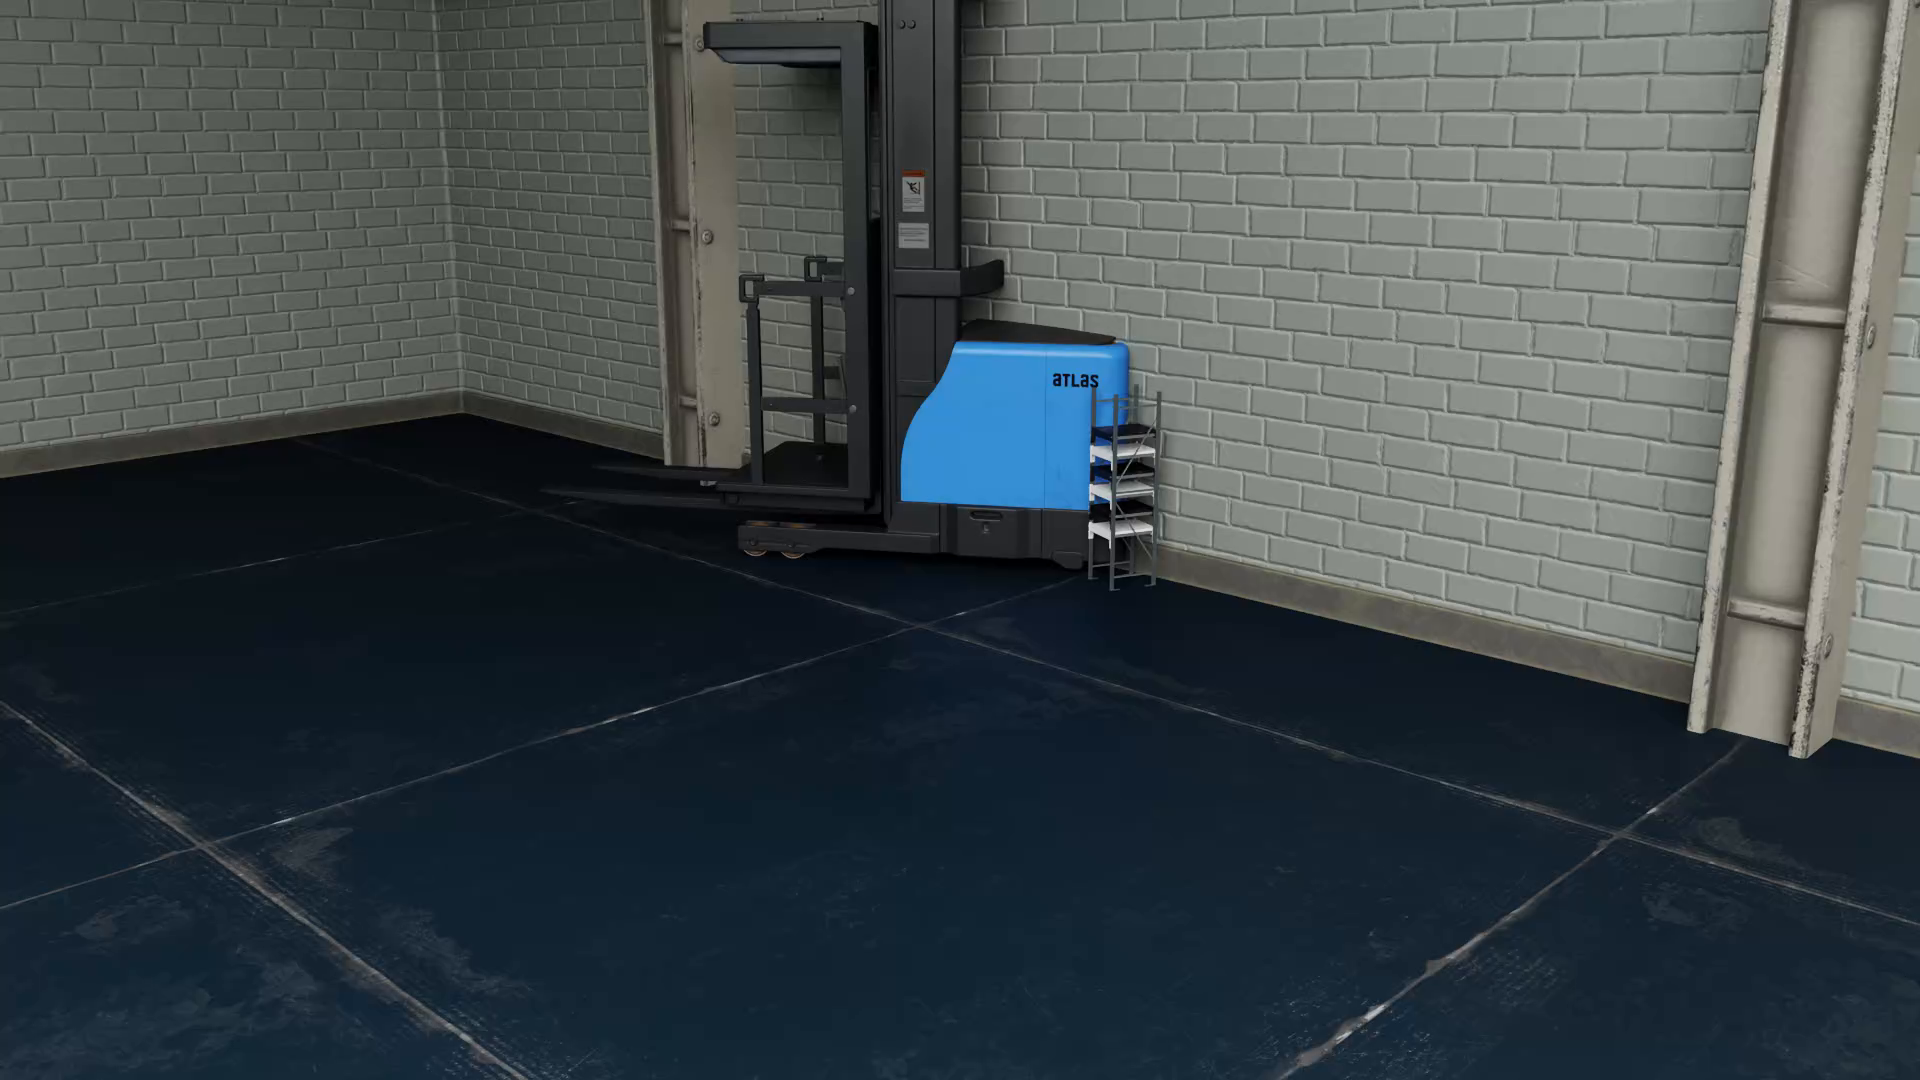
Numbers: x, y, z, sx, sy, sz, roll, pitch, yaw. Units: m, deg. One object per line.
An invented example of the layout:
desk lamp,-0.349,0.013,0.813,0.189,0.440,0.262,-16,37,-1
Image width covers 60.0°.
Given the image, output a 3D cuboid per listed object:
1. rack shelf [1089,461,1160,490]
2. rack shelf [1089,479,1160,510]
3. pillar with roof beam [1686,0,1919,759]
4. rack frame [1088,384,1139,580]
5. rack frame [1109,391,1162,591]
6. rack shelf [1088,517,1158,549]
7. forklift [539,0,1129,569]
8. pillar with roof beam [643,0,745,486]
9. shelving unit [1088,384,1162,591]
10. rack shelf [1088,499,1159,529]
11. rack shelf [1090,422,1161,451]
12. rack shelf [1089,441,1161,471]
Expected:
rack shelf,0.746,-0.295,7.553,0.258,0.077,0.200,-6,16,-23
rack shelf,0.746,-0.208,7.576,0.258,0.077,0.200,-6,16,-23
pillar with roof beam,-0.179,-2.898,1.706,0.400,9.000,9.100,14,20,42
rack frame,0.705,-0.263,7.658,0.240,0.900,0.006,-6,16,-23
rack frame,0.788,-0.216,7.478,0.240,0.900,0.006,-6,16,-23
rack shelf,0.746,-0.033,7.621,0.258,0.077,0.200,-6,16,-23
forklift,-0.610,-1.453,8.197,3.031,2.935,1.130,3,15,12
pillar with roof beam,-4.498,-3.948,5.736,0.400,9.000,9.100,14,20,42
shelving unit,0.746,-0.240,7.568,0.258,0.900,0.210,-6,16,-23
rack shelf,0.746,-0.120,7.599,0.258,0.077,0.200,-6,16,-23
rack shelf,0.746,-0.469,7.508,0.258,0.077,0.200,-6,16,-23
rack shelf,0.746,-0.382,7.531,0.258,0.077,0.200,-6,16,-23
